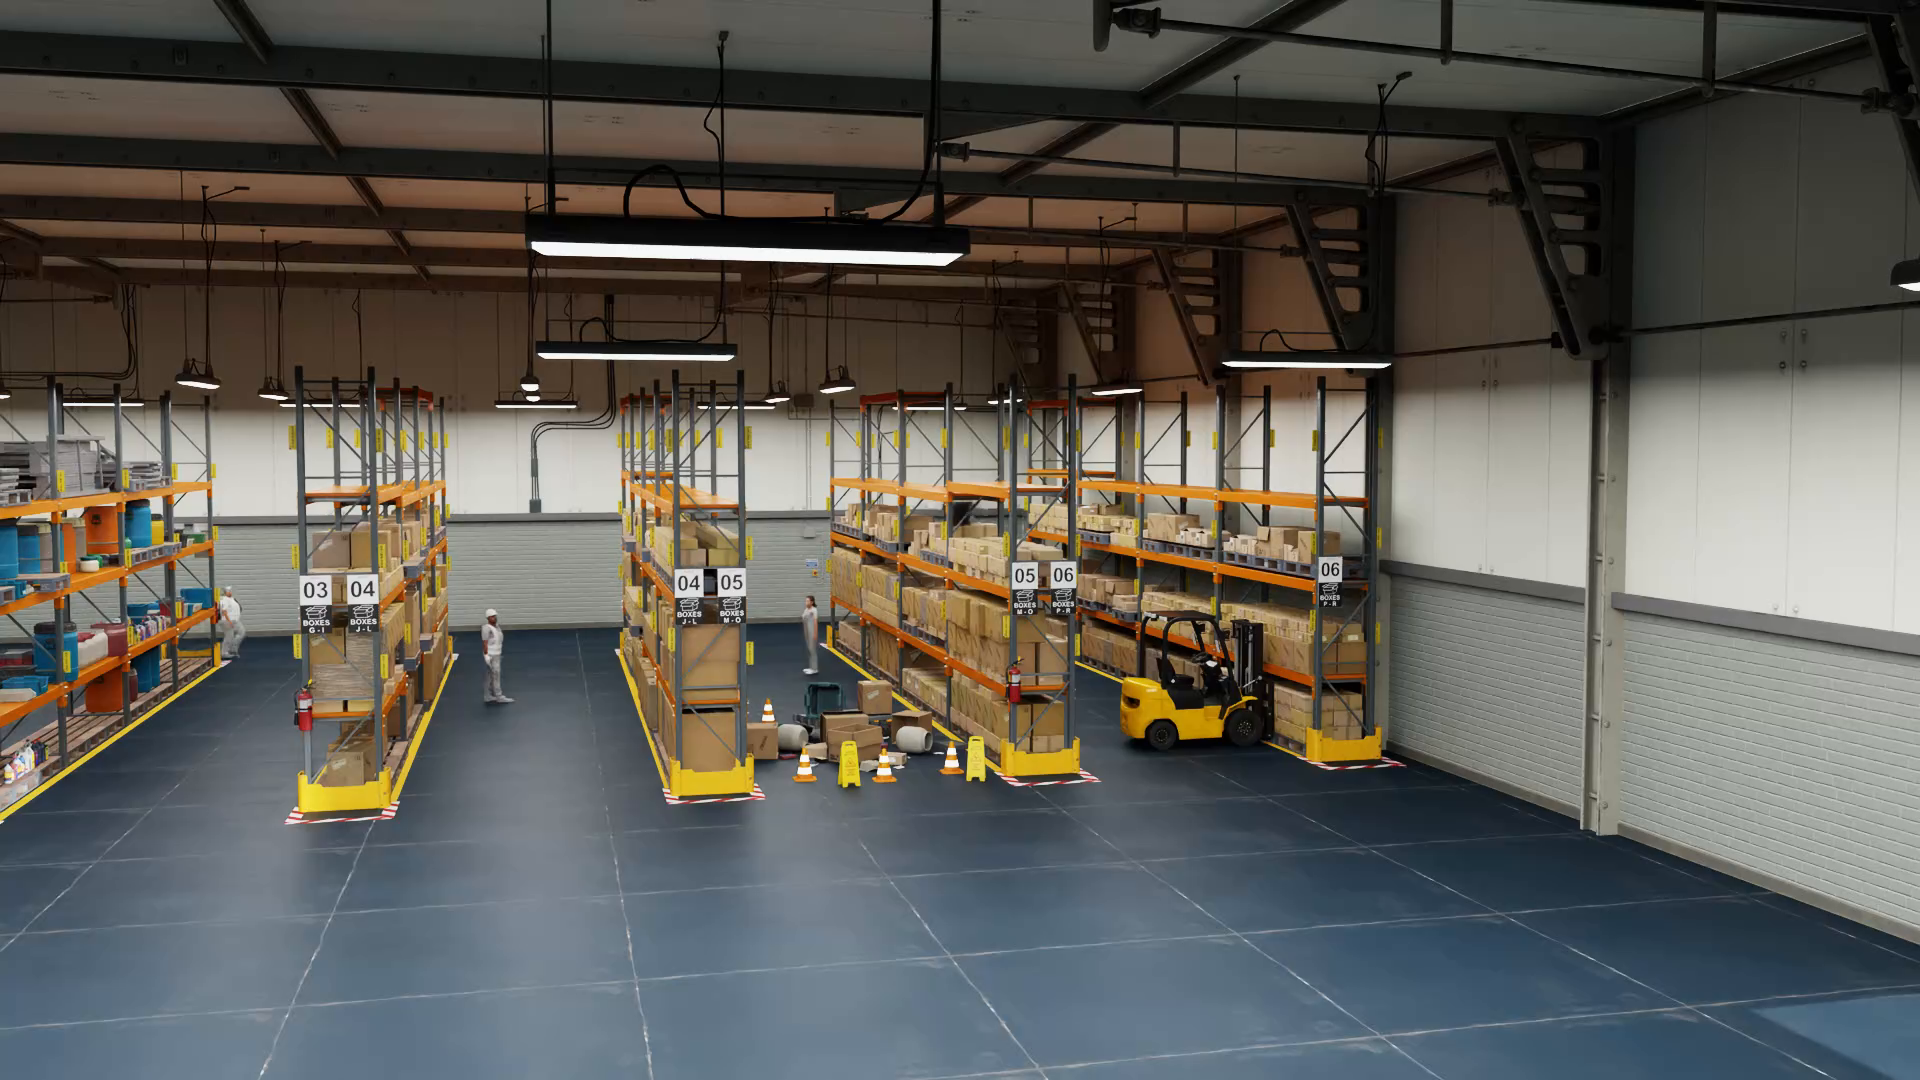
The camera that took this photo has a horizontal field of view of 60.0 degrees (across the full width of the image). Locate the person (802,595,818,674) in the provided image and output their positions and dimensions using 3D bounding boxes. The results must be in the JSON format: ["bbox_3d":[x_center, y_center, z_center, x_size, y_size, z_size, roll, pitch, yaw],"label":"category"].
[{"bbox_3d":[-3.221,2.026,35.778,0.350,1.678,0.514,-2,4,-32],"label":"person"}]

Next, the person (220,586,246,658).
[{"bbox_3d":[-16.750,1.901,38.239,0.499,1.691,0.517,0,3,-4],"label":"person"}]

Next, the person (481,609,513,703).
[{"bbox_3d":[-8.851,2.205,31.875,0.586,1.778,0.590,0,3,-7],"label":"person"}]
